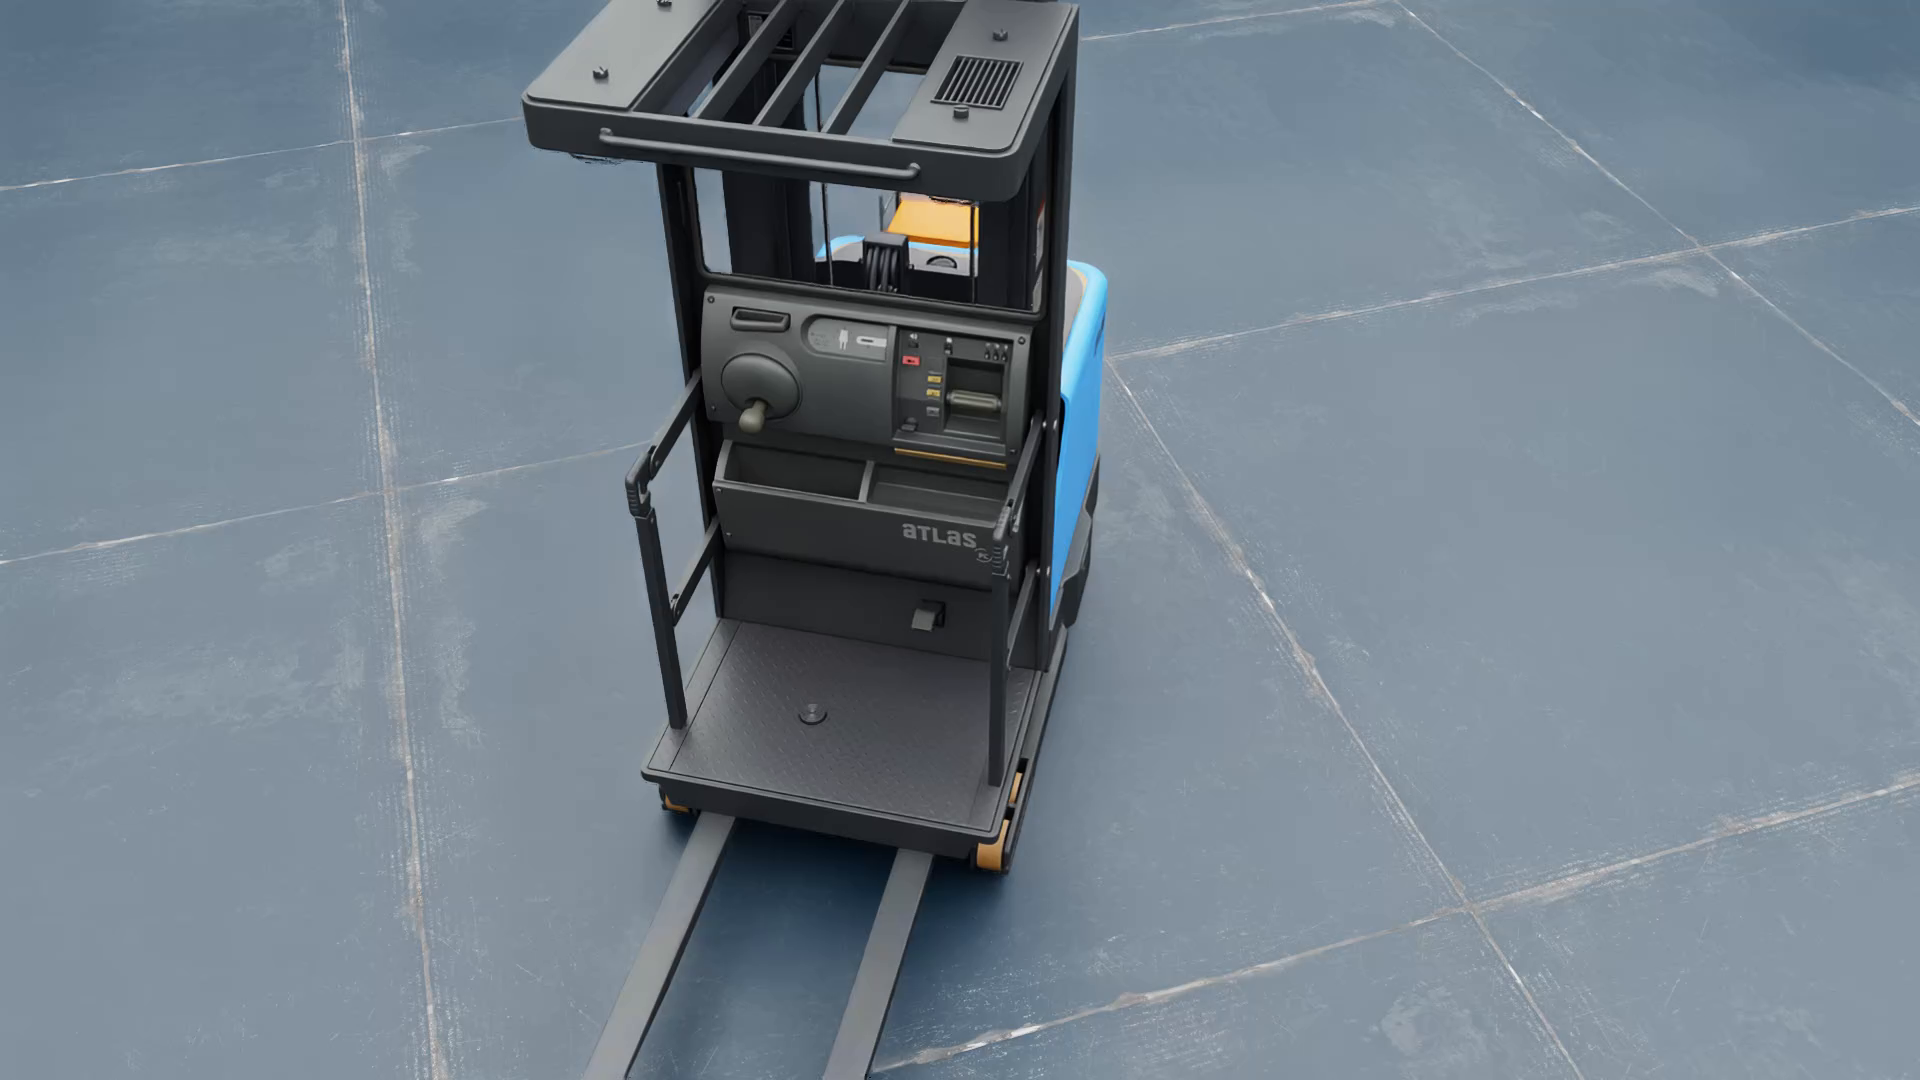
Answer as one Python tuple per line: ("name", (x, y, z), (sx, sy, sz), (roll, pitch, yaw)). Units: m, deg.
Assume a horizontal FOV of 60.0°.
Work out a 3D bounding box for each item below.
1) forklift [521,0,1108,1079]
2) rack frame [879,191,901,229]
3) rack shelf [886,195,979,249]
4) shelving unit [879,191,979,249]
("forklift", (-0.315, -0.372, 4.448), (1.130, 2.935, 3.031), (9, 42, 10))
("rack frame", (-0.249, -0.829, 6.287), (0.015, 1.200, 0.240), (8, 42, 10))
("rack shelf", (-0.011, -1.090, 5.988), (0.480, 0.148, 0.258), (8, 42, 10))
("shelving unit", (-0.011, -0.794, 6.247), (0.503, 1.200, 0.258), (8, 42, 10))
